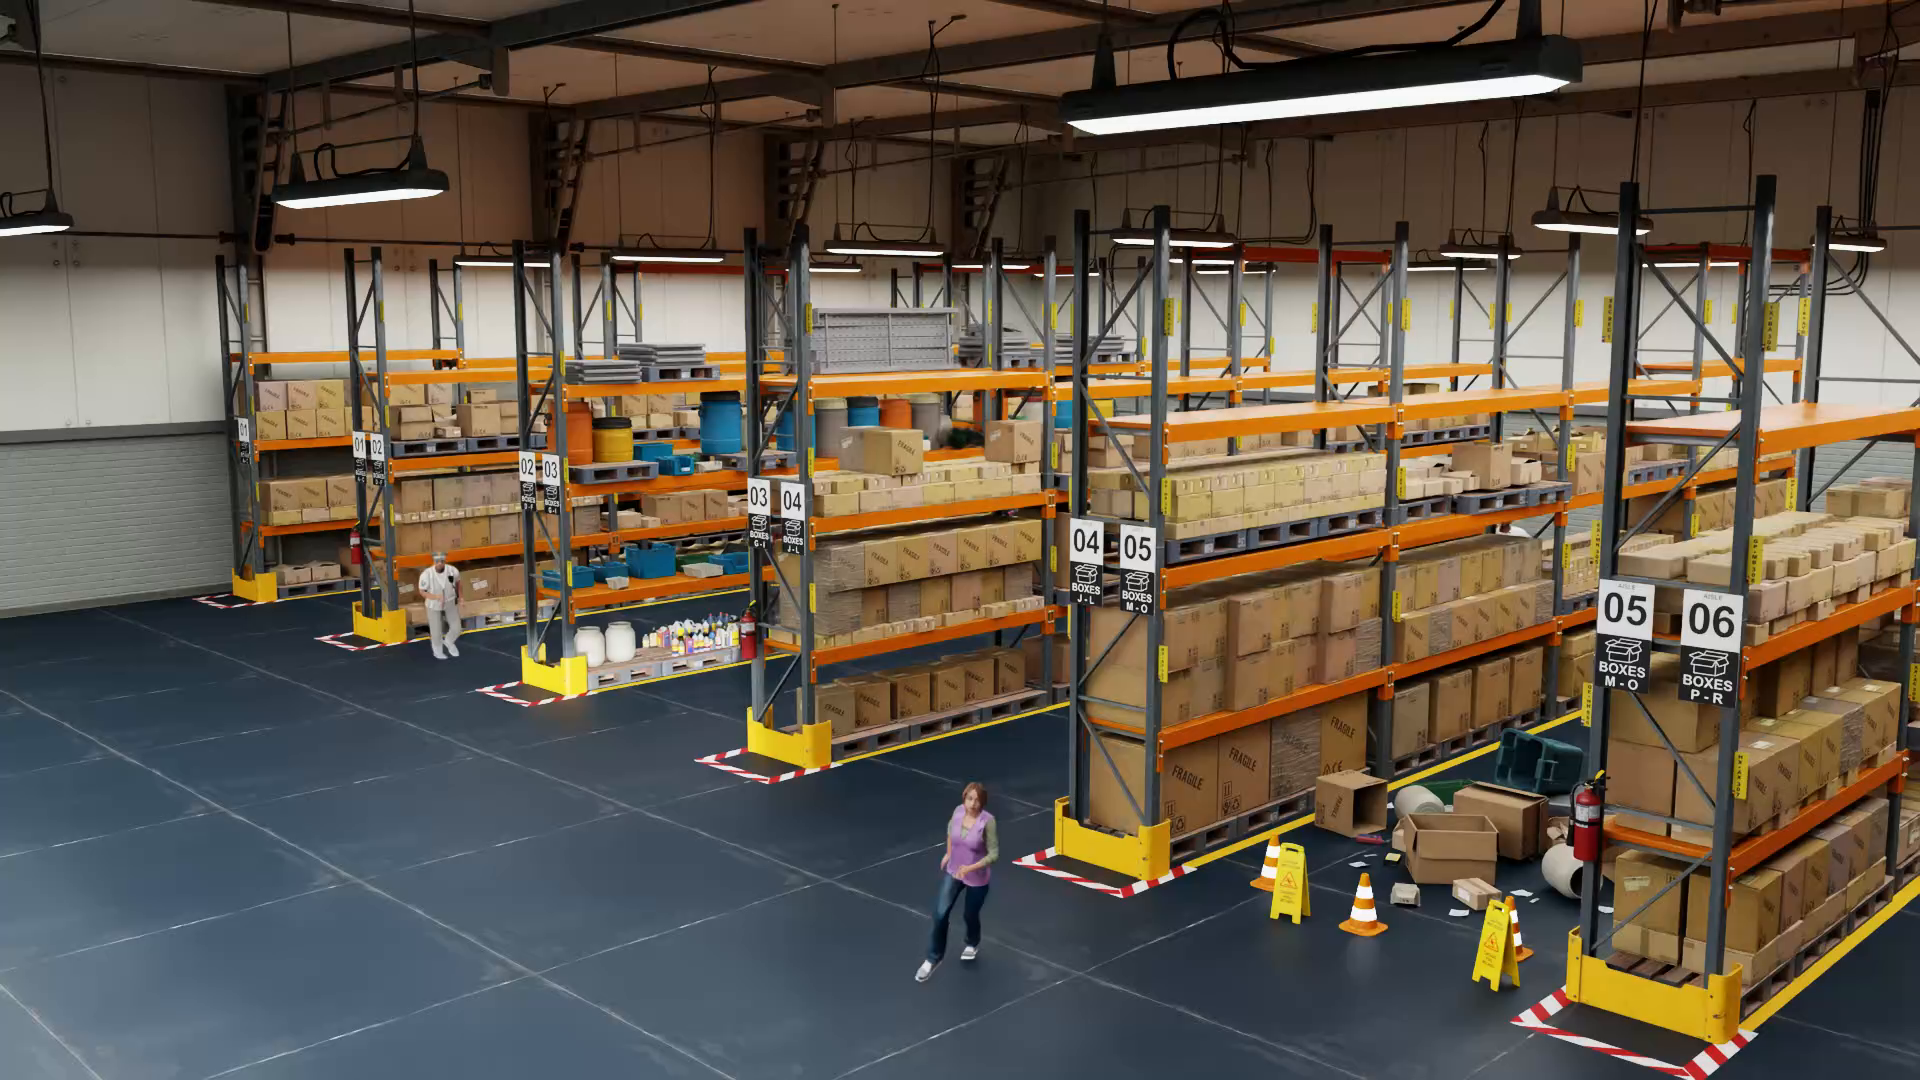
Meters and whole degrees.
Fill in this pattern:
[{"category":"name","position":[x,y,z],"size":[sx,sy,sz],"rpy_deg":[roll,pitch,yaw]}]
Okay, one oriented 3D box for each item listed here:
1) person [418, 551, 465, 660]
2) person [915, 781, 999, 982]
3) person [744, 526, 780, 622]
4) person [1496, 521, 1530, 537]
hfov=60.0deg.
[{"category":"person","position":[-7.488,0.946,24.071],"size":[0.668,1.655,0.831],"rpy_deg":[-4,9,-26]},{"category":"person","position":[0.038,2.595,12.762],"size":[0.609,1.528,0.747],"rpy_deg":[3,9,21]},{"category":"person","position":[-3.125,0.551,26.548],"size":[0.712,1.753,0.999],"rpy_deg":[7,11,40]},{"category":"person","position":[8.976,0.419,27.386],"size":[0.682,1.823,0.848],"rpy_deg":[7,10,39]}]
